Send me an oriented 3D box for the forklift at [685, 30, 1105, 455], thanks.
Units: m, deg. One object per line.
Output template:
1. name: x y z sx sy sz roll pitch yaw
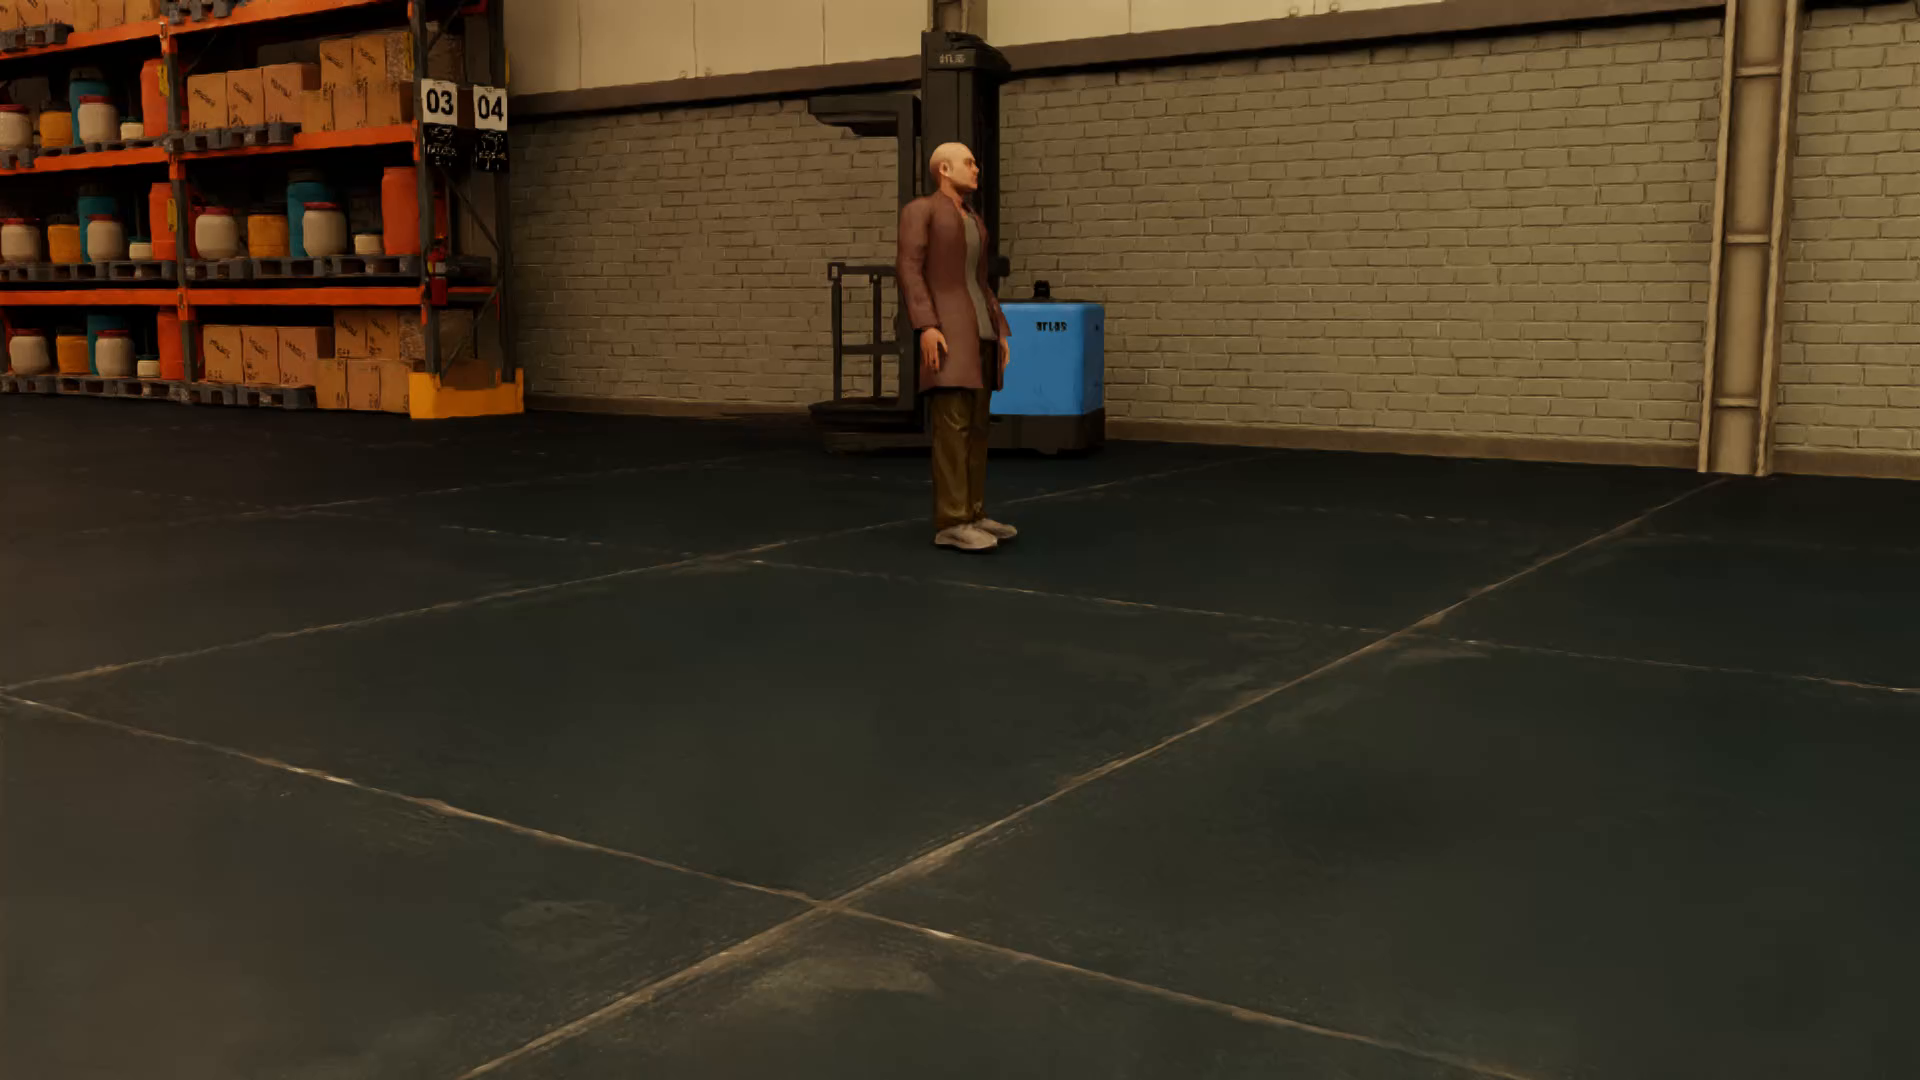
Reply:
1. forklift: -0.496 -2.123 12.123 3.031 2.935 1.130 2 8 14

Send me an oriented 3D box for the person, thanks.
1. person: 0.073 -0.879 7.423 0.580 1.776 0.694 5 10 34
